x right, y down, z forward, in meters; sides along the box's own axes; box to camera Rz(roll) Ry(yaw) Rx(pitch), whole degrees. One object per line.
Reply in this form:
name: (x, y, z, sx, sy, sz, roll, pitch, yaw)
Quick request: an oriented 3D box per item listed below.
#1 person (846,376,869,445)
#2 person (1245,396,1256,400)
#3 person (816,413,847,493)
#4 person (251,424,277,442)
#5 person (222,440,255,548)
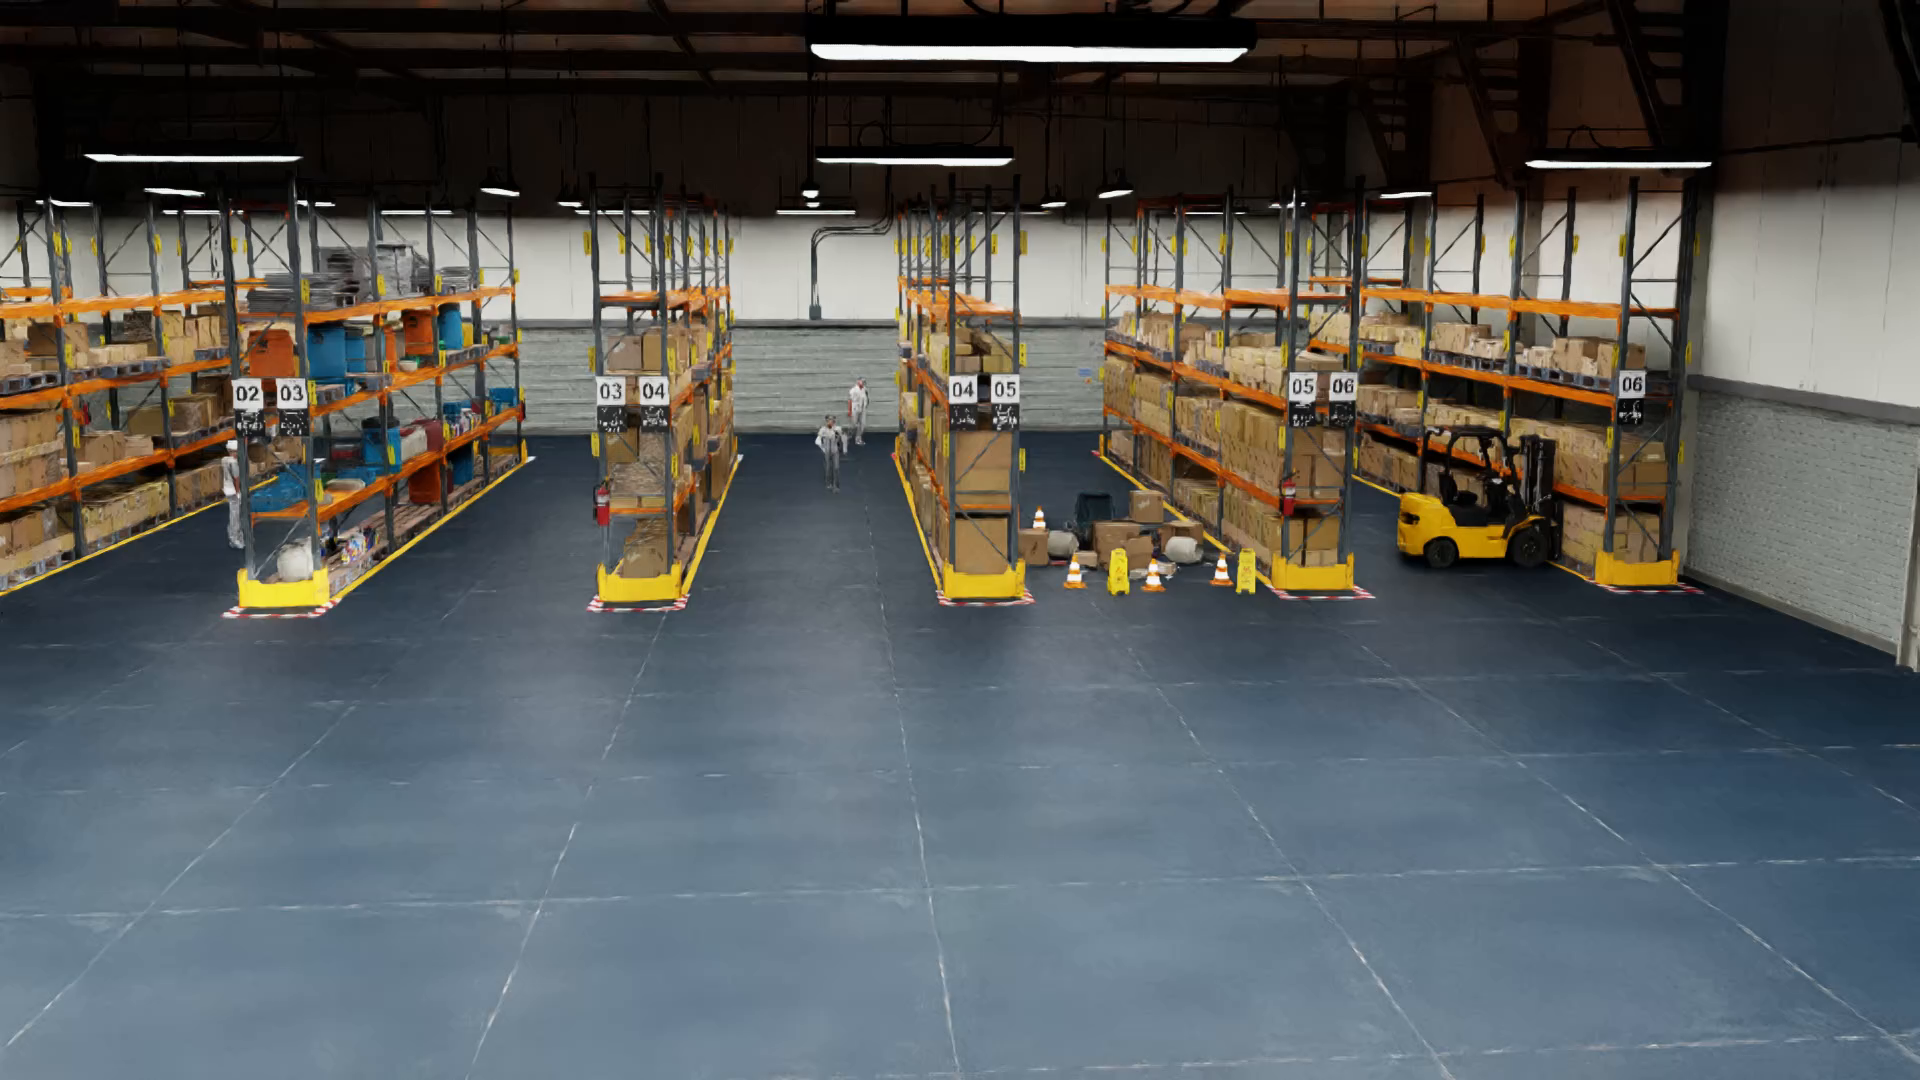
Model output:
person: (-2.665, -3.326, 42.528, 0.602, 1.745, 0.575, -8, 13, -39)
person: (7.556, -3.354, 42.932, 0.463, 1.641, 0.657, -7, 12, -34)
person: (-2.660, -1.822, 34.379, 0.636, 1.613, 0.814, 0, 10, 1)
person: (-17.788, -3.313, 42.432, 0.621, 1.747, 1.012, -6, 12, -30)
person: (-12.126, -0.793, 27.945, 0.475, 1.788, 0.637, -7, 12, -33)
